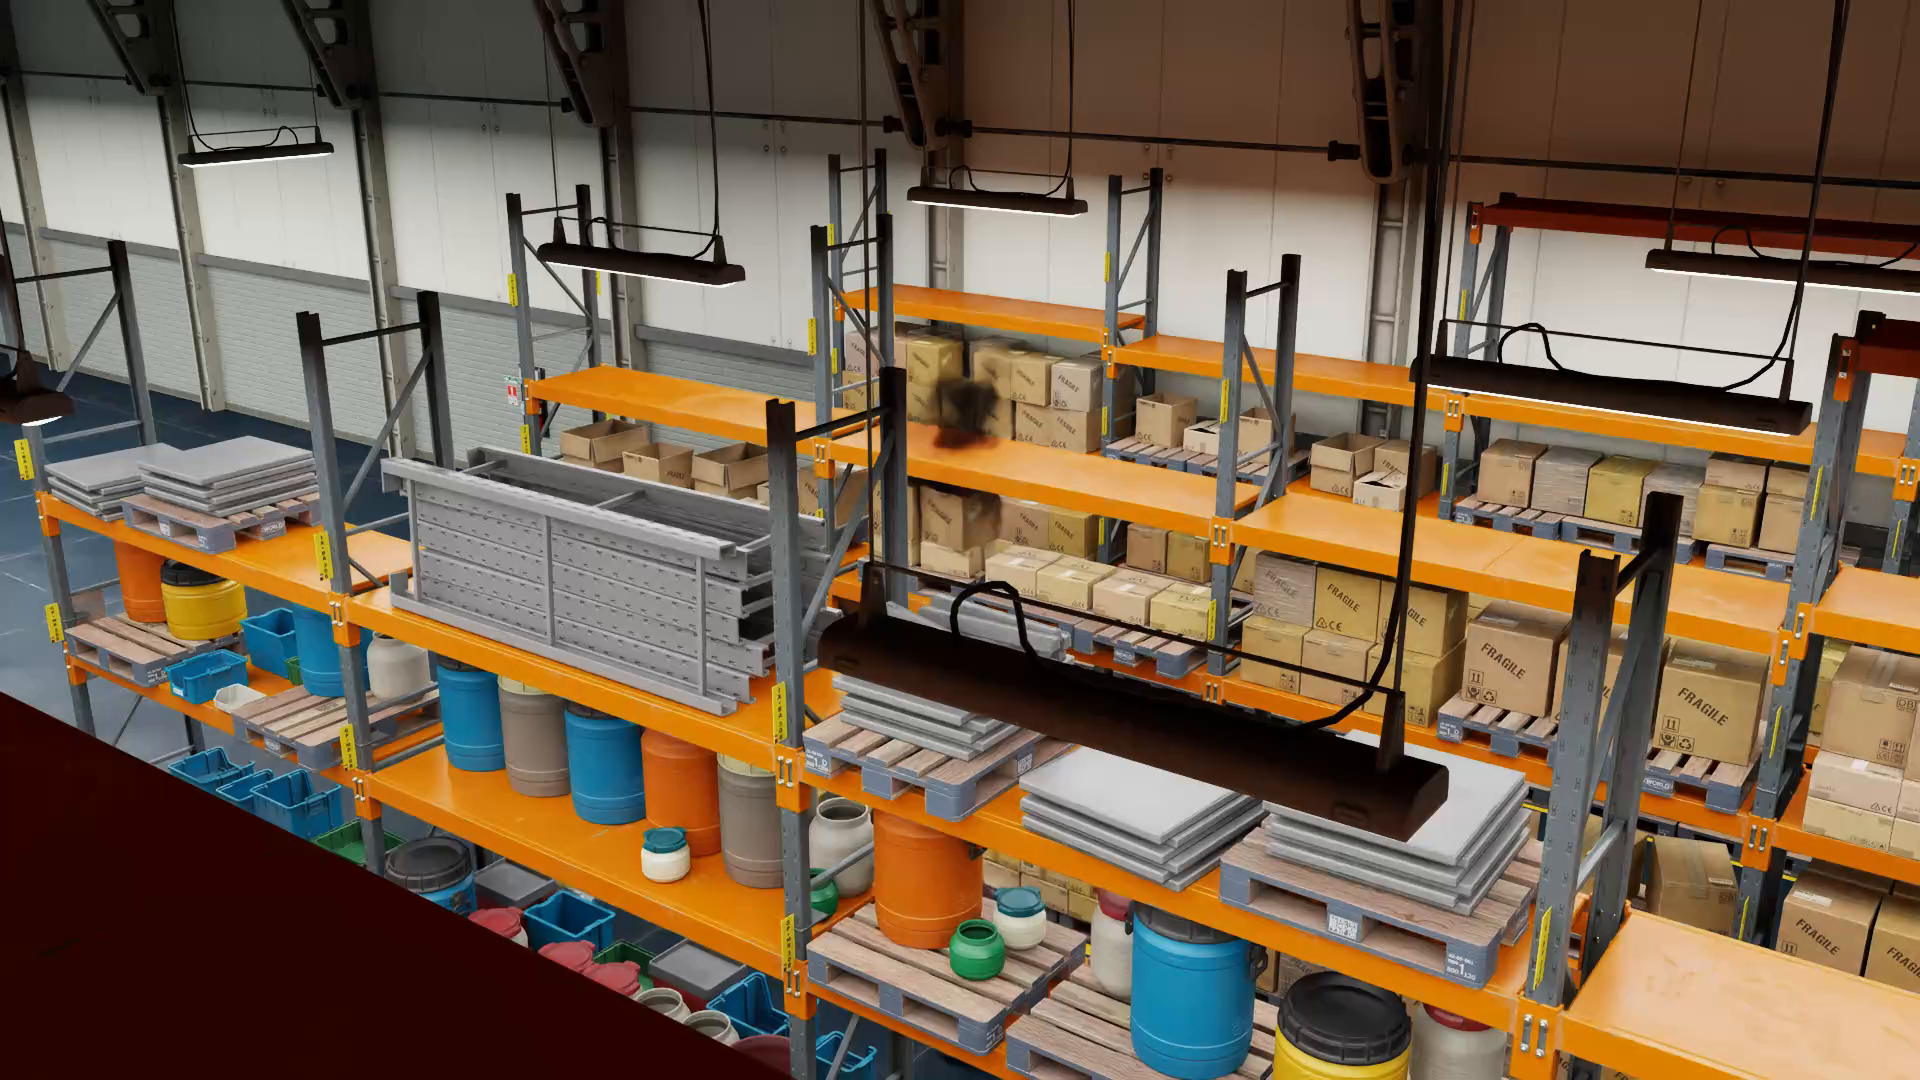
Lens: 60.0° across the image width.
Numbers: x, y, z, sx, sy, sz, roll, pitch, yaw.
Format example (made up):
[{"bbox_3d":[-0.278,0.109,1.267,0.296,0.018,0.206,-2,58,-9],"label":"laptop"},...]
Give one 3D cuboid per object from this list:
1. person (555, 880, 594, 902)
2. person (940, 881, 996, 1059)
[{"bbox_3d":[-3.543,2.559,14.724,0.683,1.687,0.625,9,20,25],"label":"person"},{"bbox_3d":[-0.108,3.179,12.742,0.644,1.747,0.717,10,21,27],"label":"person"}]
